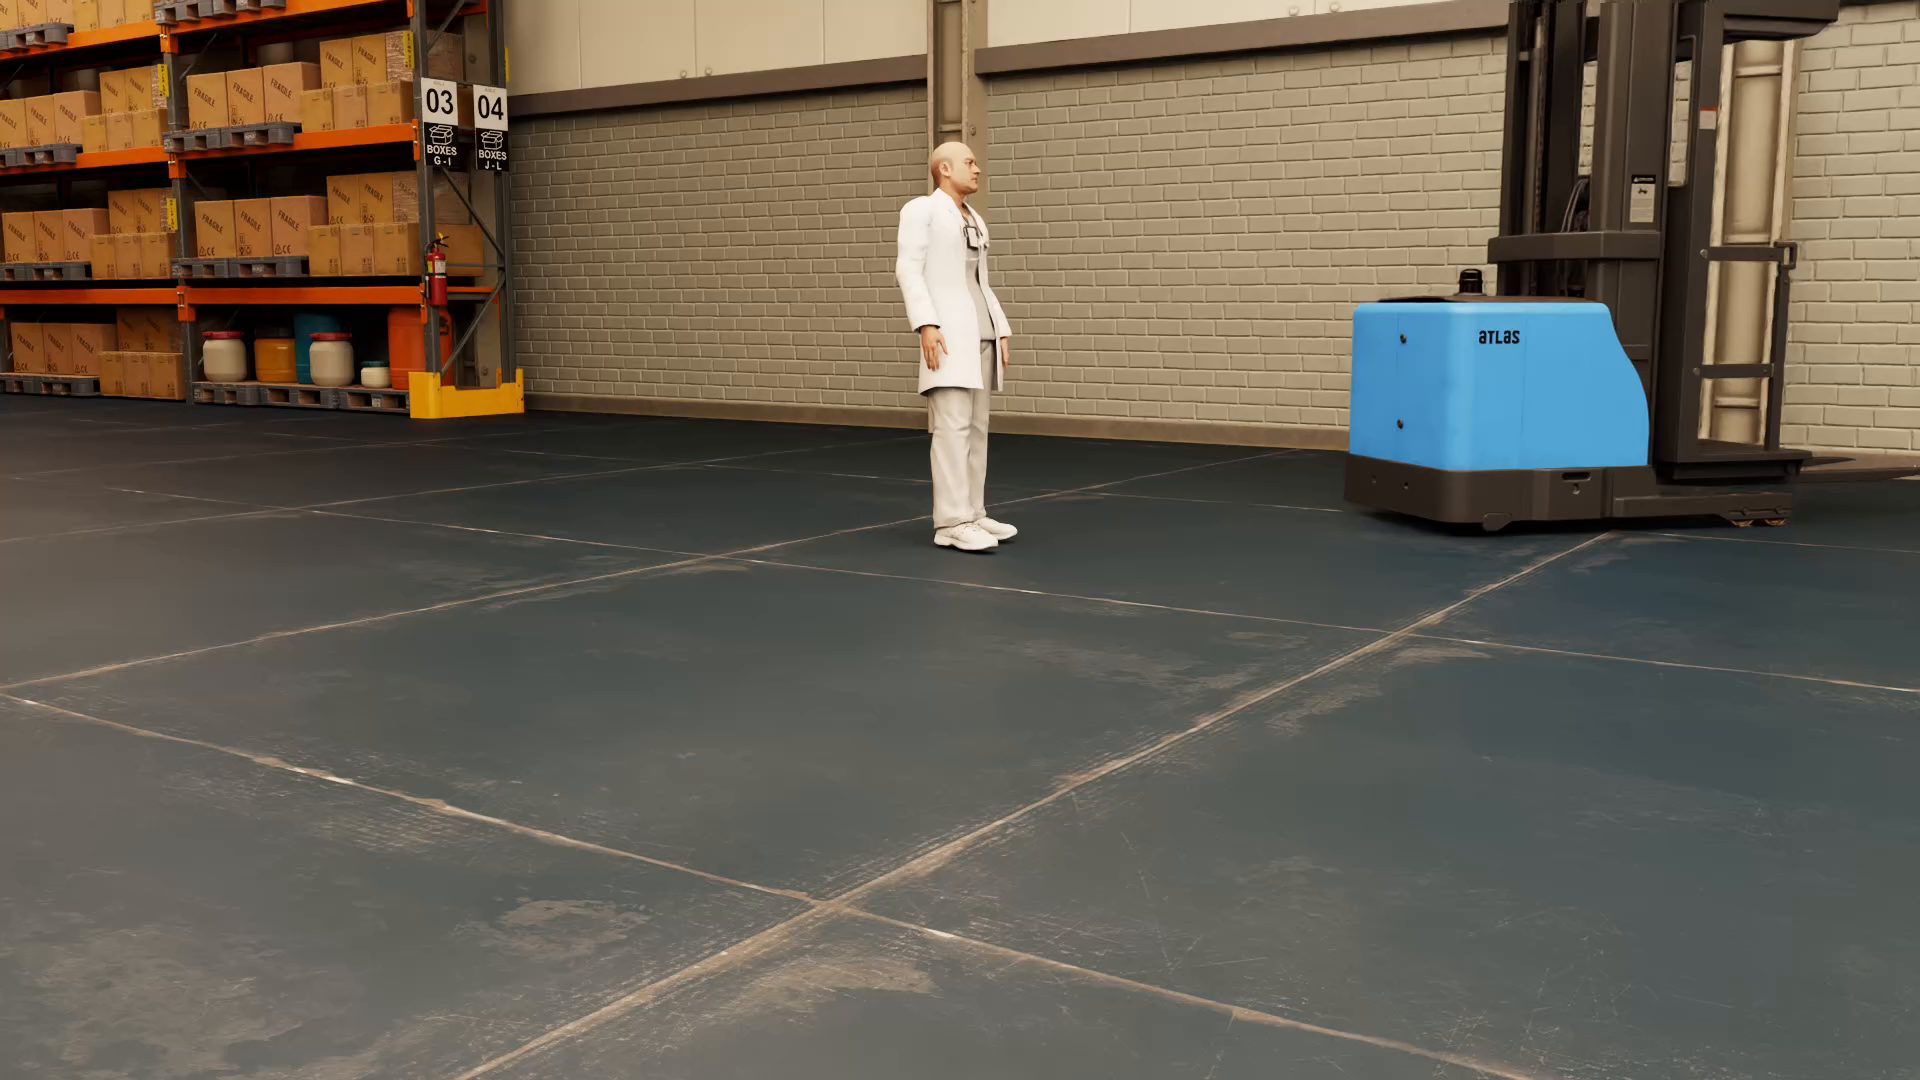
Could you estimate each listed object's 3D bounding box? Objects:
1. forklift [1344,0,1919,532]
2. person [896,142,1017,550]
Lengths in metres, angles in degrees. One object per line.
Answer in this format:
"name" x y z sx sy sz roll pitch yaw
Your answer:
"forklift" 3.550 -1.582 8.317 3.031 2.935 1.130 -2 8 -16
"person" 0.073 -0.880 7.424 0.580 1.777 0.698 5 10 34
